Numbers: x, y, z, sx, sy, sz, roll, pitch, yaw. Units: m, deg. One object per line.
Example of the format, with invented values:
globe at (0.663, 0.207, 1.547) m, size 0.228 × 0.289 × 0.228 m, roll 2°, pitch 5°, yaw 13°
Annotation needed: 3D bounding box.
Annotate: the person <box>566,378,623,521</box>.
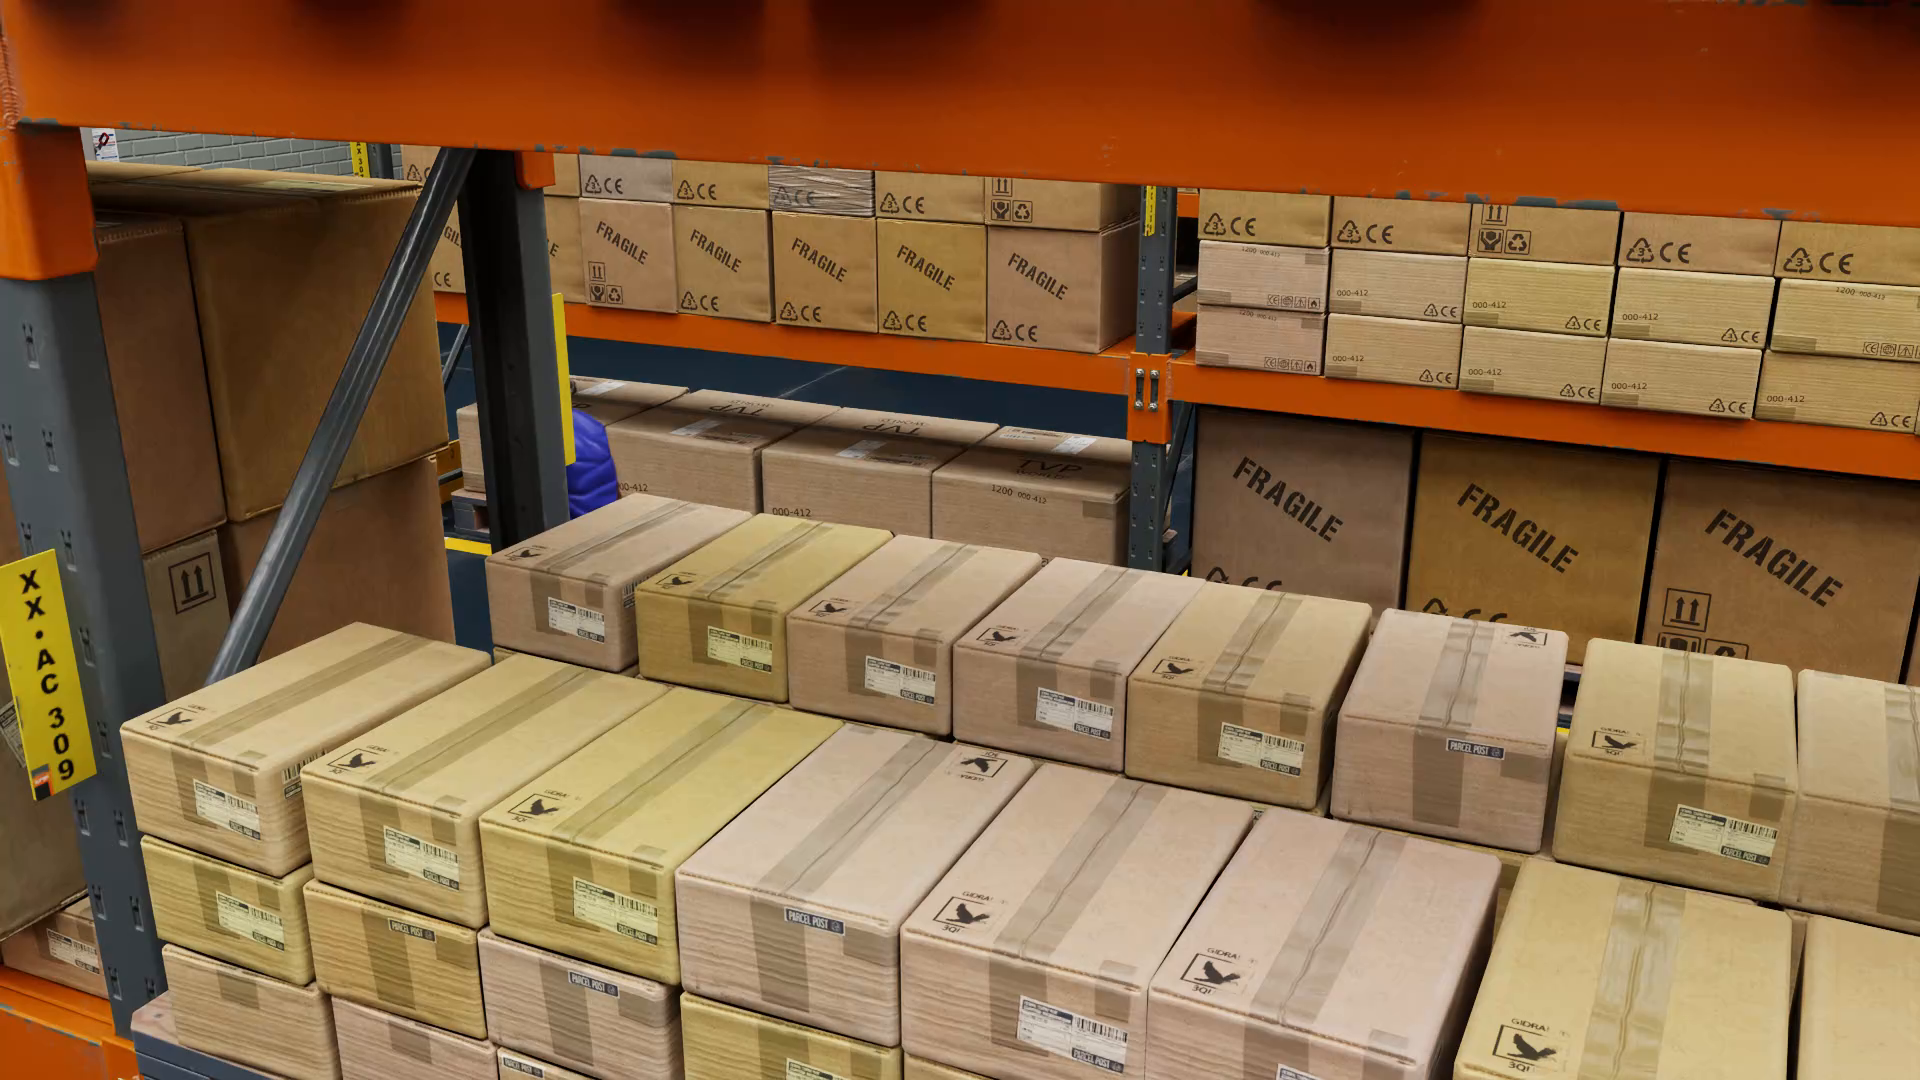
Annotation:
person at (-1.305, 0.156, 5.624) m, size 0.352 × 1.654 × 0.512 m, roll 8°, pitch 21°, yaw 22°
